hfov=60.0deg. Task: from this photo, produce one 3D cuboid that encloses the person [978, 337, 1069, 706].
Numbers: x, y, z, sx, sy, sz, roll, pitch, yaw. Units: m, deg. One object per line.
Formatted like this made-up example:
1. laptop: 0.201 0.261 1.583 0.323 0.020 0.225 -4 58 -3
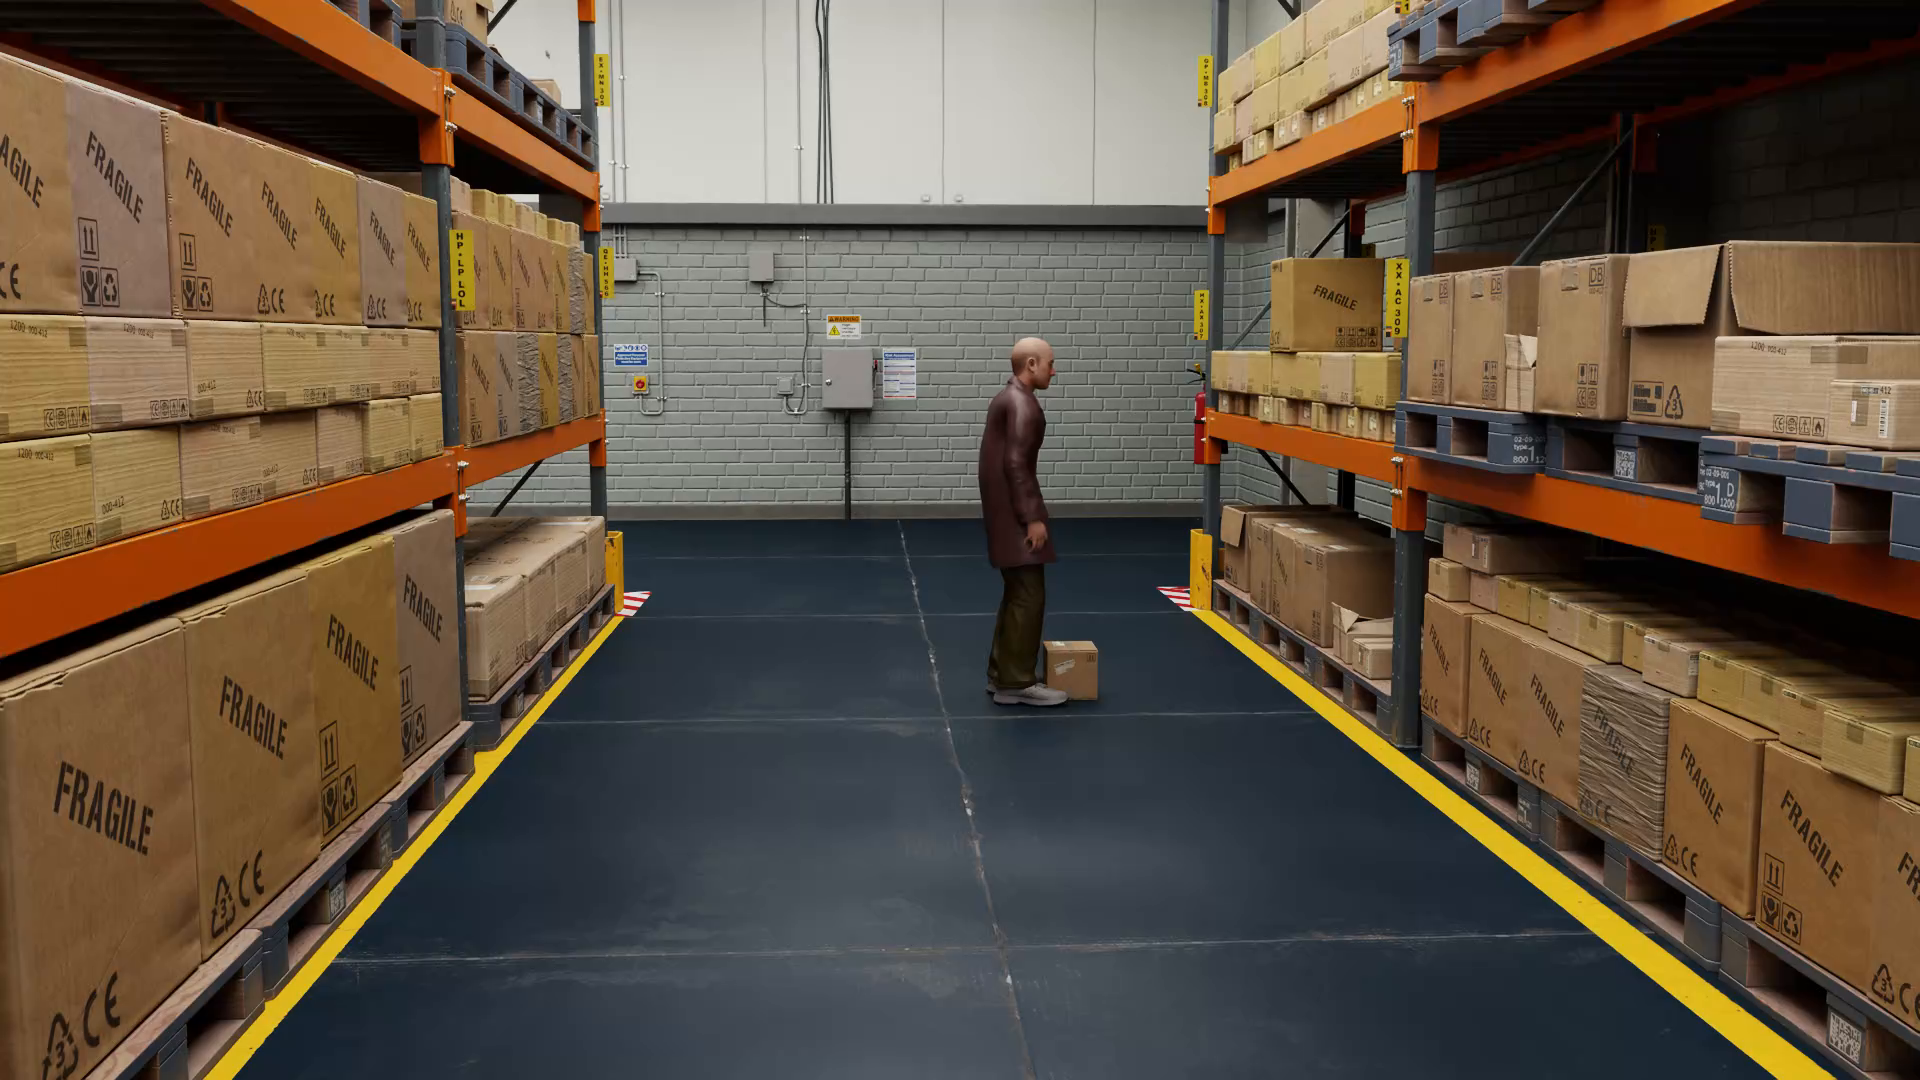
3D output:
1. person: 0.304 -0.104 8.185 0.421 1.774 0.642 0 7 -4
